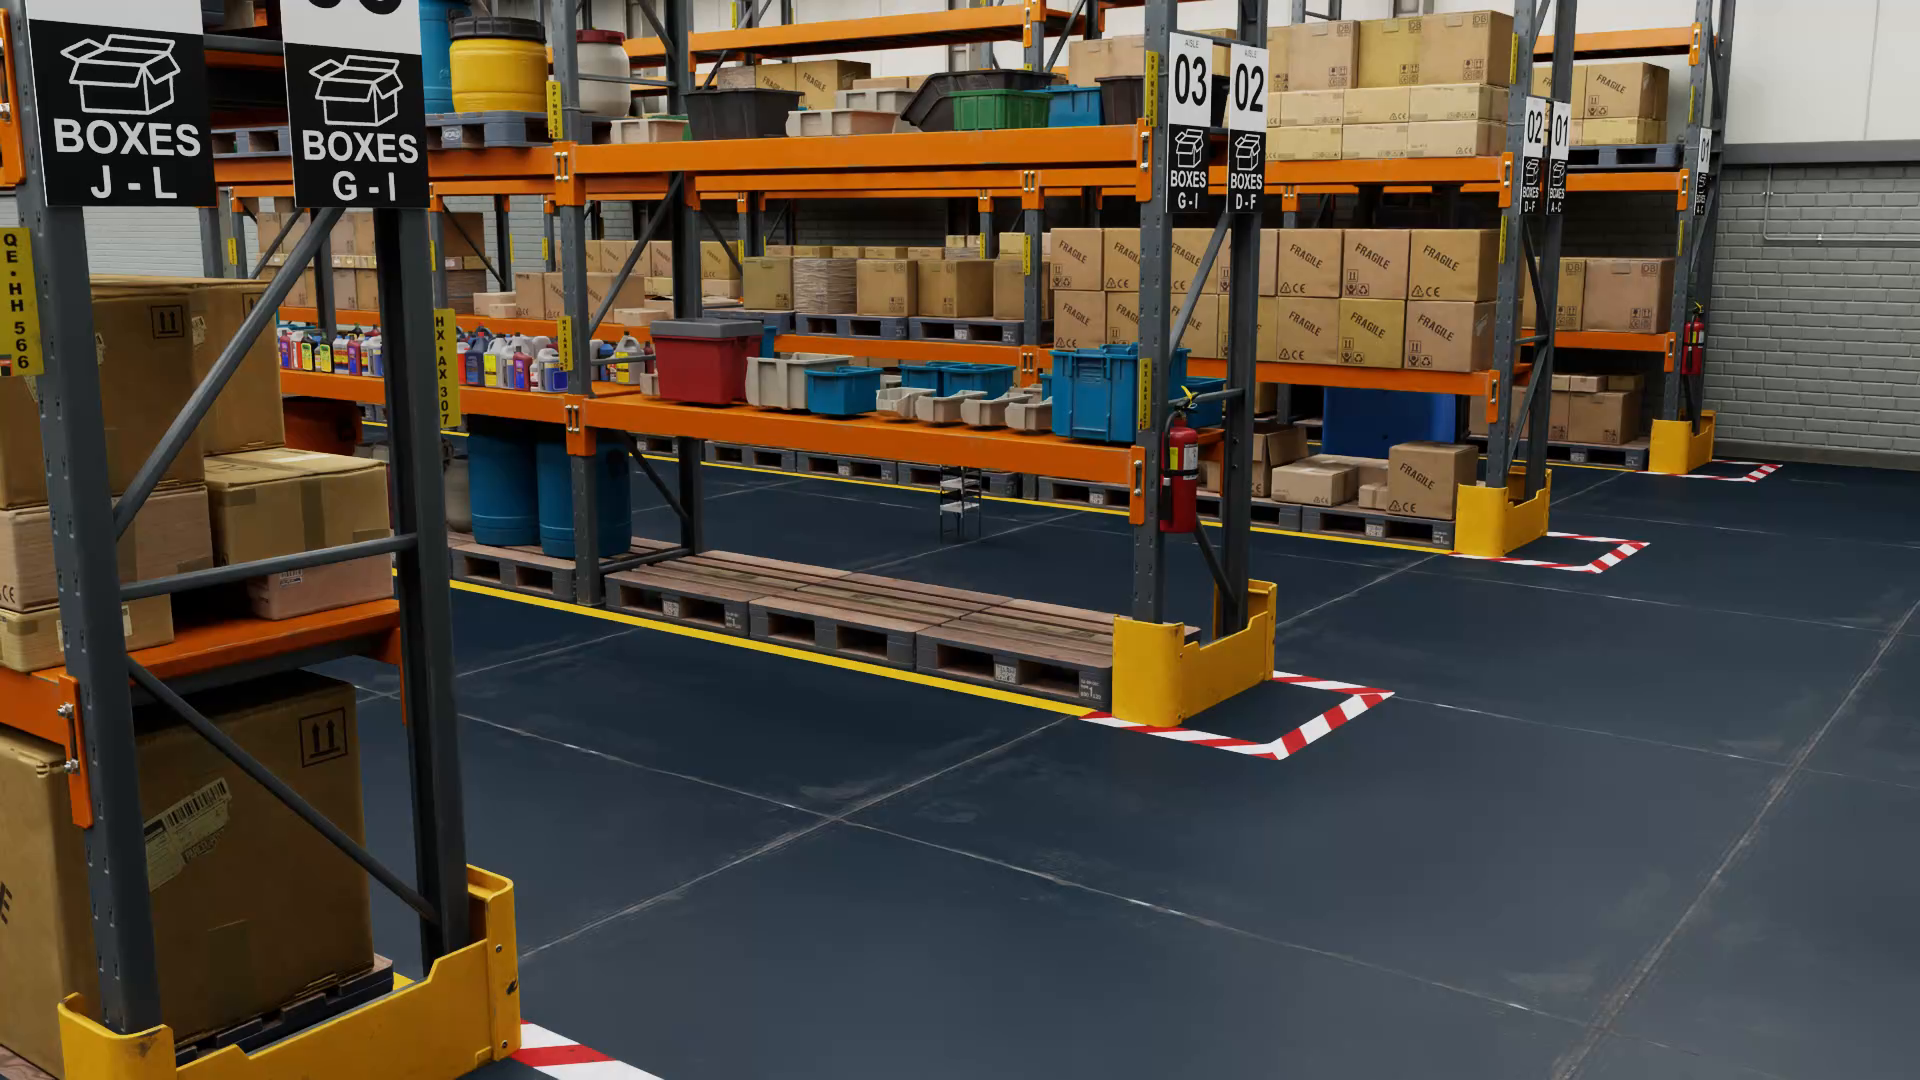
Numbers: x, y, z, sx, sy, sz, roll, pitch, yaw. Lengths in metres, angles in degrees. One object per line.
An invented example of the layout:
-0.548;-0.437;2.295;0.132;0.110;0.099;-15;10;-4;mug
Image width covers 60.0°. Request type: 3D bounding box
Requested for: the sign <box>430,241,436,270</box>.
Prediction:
-5.894;-3.169;18.525;0.005;0.325;0.100;8;13;36;sign

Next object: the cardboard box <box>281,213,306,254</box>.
-7.952;-3.807;20.633;0.500;0.500;0.700;8;13;34;cardboard box

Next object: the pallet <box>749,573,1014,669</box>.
-0.451;0.450;9.648;1.213;0.211;1.003;8;13;36;pallet

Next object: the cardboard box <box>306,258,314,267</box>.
-7.769;-3.414;20.311;0.250;0.149;0.380;7;13;34;cardboard box

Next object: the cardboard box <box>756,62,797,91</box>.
-1.584;-4.246;15.786;0.500;0.500;0.500;8;13;36;cardboard box

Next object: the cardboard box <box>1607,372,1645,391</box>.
6.630;-1.577;16.552;0.250;0.149;0.380;8;14;36;cardboard box

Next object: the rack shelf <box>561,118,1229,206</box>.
-0.442;-2.027;9.109;4.000;0.370;1.077;8;13;36;rack shelf

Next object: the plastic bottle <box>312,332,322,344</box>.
-4.634;-1.361;12.008;0.097;0.271;0.097;0;11;0;plastic bottle

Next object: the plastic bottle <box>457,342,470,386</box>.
-3.264;-1.164;10.978;0.135;0.276;0.152;8;13;36;plastic bottle

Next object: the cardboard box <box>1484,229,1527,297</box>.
3.904;-2.071;12.443;0.500;0.500;0.500;8;14;37;cardboard box

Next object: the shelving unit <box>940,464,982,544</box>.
0.007;-0.441;12.439;0.210;0.900;0.258;8;13;36;shelving unit

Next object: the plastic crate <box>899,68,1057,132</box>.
0.102;-2.339;8.990;0.767;0.338;0.504;8;13;36;plastic crate

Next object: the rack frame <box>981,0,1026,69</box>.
0.586;-6.045;20.082;0.127;3.000;1.000;8;13;36;rack frame

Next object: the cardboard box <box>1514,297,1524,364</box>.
3.904;-1.580;12.538;0.500;0.500;0.500;8;14;37;cardboard box

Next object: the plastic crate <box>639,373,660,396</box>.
-1.763;-0.959;10.124;0.243;0.136;0.396;8;13;36;plastic crate

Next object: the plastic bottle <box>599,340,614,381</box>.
-2.387;-1.212;11.238;0.097;0.271;0.097;0;11;0;plastic bottle

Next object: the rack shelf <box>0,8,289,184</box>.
-3.373;-1.269;5.190;4.000;0.370;1.077;8;13;36;rack shelf

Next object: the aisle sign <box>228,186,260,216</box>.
-9.025;-4.477;20.928;0.004;0.787;0.394;8;13;36;aisle sign

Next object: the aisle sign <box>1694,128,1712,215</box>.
6.915;-3.422;15.477;0.004;0.787;0.394;8;13;36;aisle sign

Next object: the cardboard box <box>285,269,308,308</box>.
-7.996;-3.176;20.787;0.500;0.500;0.700;8;14;37;cardboard box

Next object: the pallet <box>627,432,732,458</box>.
-2.983;-1.070;17.504;1.213;0.211;1.003;8;13;36;pallet

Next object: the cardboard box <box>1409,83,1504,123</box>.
3.540;-3.104;11.860;0.500;0.250;0.500;8;13;36;cardboard box

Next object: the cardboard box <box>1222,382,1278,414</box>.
3.210;-1.853;18.767;0.750;0.750;0.750;8;14;36;cardboard box

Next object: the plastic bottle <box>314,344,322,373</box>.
-4.563;-1.303;11.889;0.097;0.201;0.097;0;11;0;plastic bottle

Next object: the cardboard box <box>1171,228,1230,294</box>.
1.925;-2.219;13.206;0.500;0.500;0.500;7;13;34;cardboard box

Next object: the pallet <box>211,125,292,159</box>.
-4.719;-2.862;12.024;1.213;0.211;1.003;8;13;36;pallet

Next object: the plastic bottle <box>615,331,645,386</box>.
-2.178;-1.202;10.977;0.185;0.351;0.144;8;13;36;plastic bottle

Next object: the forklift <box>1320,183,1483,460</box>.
4.278;-2.116;15.749;1.130;2.935;3.031;5;12;23;forklift

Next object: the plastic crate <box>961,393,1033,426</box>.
0.181;-0.682;8.693;0.243;0.136;0.396;8;13;36;plastic crate

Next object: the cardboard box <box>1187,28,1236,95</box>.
2.022;-3.721;13.075;0.500;0.500;0.700;8;13;36;cardboard box

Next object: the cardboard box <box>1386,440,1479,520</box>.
3.521;-0.453;12.398;0.500;0.500;0.500;8;13;36;cardboard box

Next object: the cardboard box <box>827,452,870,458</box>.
-0.895;-1.061;15.541;0.500;0.500;0.500;7;13;34;cardboard box

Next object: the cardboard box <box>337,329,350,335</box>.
-8.182;-2.449;21.453;0.500;0.500;0.500;8;13;36;cardboard box

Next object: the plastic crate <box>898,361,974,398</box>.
-0.137;-0.890;9.517;0.300;0.233;0.416;8;13;36;plastic crate

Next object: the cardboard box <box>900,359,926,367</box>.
-0.371;-2.237;21.616;0.500;0.500;0.700;8;13;35;cardboard box

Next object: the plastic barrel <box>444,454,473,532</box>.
-3.455;-0.338;11.824;0.421;0.512;0.421;0;11;0;plastic barrel

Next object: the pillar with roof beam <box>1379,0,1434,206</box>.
2.338;-4.990;14.629;0.400;9.000;9.100;8;13;36;pillar with roof beam

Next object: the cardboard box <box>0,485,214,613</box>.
-2.309;-0.011;4.302;0.500;0.250;0.500;8;13;35;cardboard box

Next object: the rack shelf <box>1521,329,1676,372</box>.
5.422;-2.071;17.234;4.000;0.370;1.077;8;13;36;rack shelf

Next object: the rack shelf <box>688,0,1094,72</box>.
-0.731;-4.511;15.104;4.000;0.370;1.077;8;13;36;rack shelf

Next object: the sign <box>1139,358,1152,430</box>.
0.858;-0.677;7.703;0.005;0.325;0.100;8;13;36;sign

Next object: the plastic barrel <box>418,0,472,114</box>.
-3.520;-3.226;10.986;0.708;0.901;0.600;8;13;36;plastic barrel

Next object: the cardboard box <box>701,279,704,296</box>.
-3.596;-3.549;23.321;0.500;0.250;0.500;8;14;36;cardboard box

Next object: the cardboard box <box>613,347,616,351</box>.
-4.898;-2.739;24.710;0.500;0.311;0.500;9;14;40;cardboard box

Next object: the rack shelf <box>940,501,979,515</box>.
0.007;-0.231;12.480;0.200;0.077;0.258;8;13;36;rack shelf

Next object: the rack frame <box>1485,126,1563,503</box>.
4.105;-1.441;12.081;0.127;3.000;1.000;8;13;36;rack frame

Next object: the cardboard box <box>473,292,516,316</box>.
-5.144;-2.668;18.817;0.500;0.250;0.500;9;14;39;cardboard box

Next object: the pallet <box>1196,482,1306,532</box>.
2.422;-0.307;13.562;1.213;0.211;1.003;8;13;36;pallet

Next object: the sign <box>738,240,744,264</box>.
-2.953;-3.890;22.461;0.005;0.325;0.100;8;13;36;sign

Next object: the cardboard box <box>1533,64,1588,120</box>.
5.886;-4.321;16.121;0.500;0.500;0.500;8;14;37;cardboard box

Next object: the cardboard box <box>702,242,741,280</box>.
-3.202;-3.859;22.948;0.500;0.500;0.500;8;13;35;cardboard box

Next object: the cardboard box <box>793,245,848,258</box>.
-1.801;-3.688;22.272;0.500;0.500;0.700;10;15;41;cardboard box

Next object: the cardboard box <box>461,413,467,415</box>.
-5.388;-1.563;18.845;0.500;0.250;0.500;8;13;34;cardboard box
